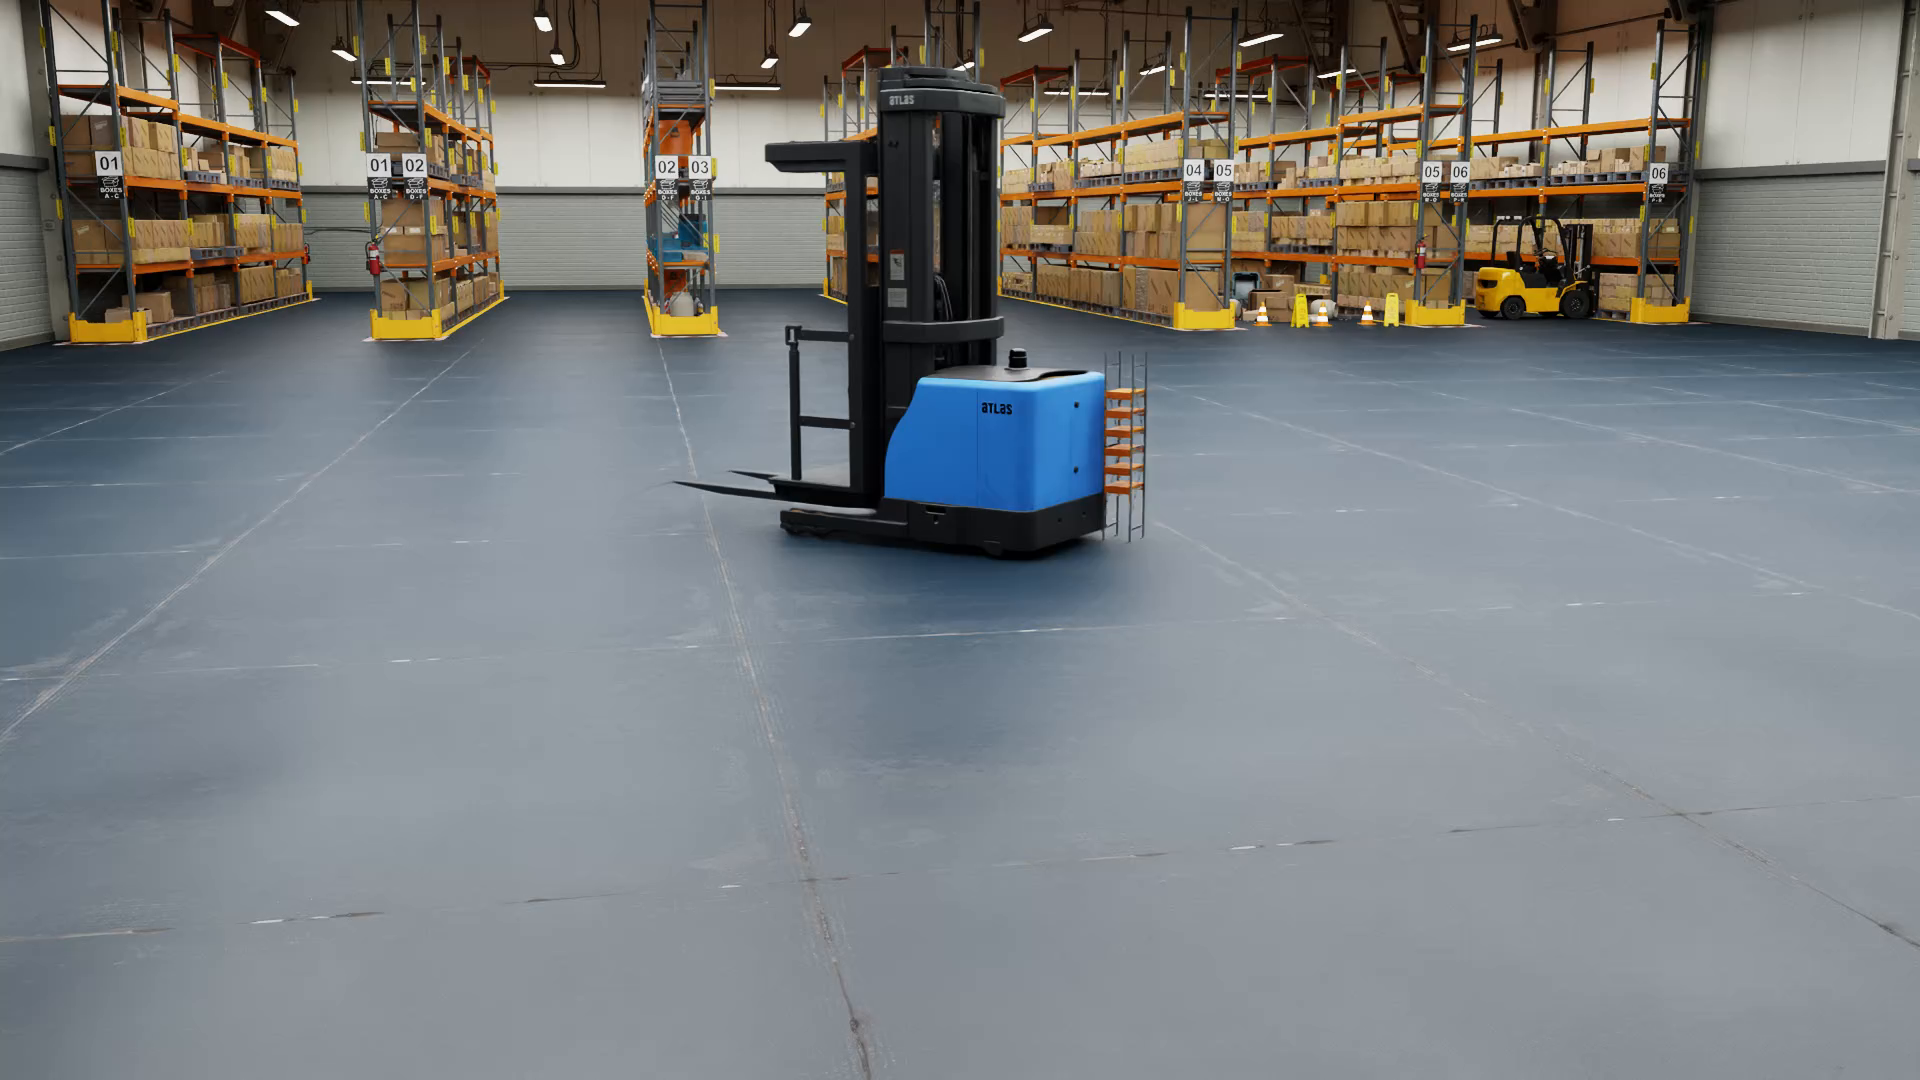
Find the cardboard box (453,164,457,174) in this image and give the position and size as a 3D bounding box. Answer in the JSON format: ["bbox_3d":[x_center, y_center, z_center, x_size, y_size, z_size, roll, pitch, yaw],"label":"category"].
[{"bbox_3d":[-11.151,-7.981,35.863,0.500,0.250,0.500,-2,11,-9],"label":"cardboard box"}]

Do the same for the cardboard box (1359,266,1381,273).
[{"bbox_3d":[8.775,-5.794,35.606,0.380,0.149,0.250,-1,11,-8],"label":"cardboard box"}]

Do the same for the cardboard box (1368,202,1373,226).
[{"bbox_3d":[9.015,-6.856,34.958,0.700,0.500,0.500,-2,11,-11],"label":"cardboard box"}]

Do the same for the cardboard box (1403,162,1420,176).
[{"bbox_3d":[9.217,-7.434,33.318,0.500,0.250,0.500,-2,11,-12],"label":"cardboard box"}]

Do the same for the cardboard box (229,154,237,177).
[{"bbox_3d":[-16.672,-8.394,37.308,0.700,0.500,0.500,-2,11,-8],"label":"cardboard box"}]

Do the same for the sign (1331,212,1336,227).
[{"bbox_3d":[8.259,-7.086,36.807,0.100,0.325,0.005,-2,11,-11],"label":"sign"}]

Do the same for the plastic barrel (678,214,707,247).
[{"bbox_3d":[-5.554,-6.326,34.568,0.600,0.901,0.708,-2,11,-11],"label":"plastic barrel"}]

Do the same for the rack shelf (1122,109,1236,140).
[{"bbox_3d":[4.356,-8.370,33.598,1.077,0.370,4.000,-2,11,-11],"label":"rack shelf"}]

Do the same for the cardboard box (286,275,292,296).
[{"bbox_3d":[-17.287,-6.410,41.915,0.700,0.500,0.500,-2,11,-10],"label":"cardboard box"}]

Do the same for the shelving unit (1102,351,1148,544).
[{"bbox_3d":[1.052,-0.593,10.602,0.189,1.200,0.258,6,12,28],"label":"shelving unit"}]

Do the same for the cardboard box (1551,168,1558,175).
[{"bbox_3d":[13.460,-8.231,37.181,0.380,0.149,0.250,-2,11,-10],"label":"cardboard box"}]

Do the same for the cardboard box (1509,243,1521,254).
[{"bbox_3d":[13.213,-6.820,38.910,0.500,0.250,0.500,-2,11,-11],"label":"cardboard box"}]

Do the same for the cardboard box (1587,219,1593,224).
[{"bbox_3d":[13.836,-6.885,36.052,0.380,0.149,0.250,-2,11,-11],"label":"cardboard box"}]

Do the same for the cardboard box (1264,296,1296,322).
[{"bbox_3d":[6.756,-4.808,34.612,0.637,0.503,0.797,9,14,38],"label":"cardboard box"}]

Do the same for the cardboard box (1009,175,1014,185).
[{"bbox_3d":[1.653,-9.907,45.767,0.500,0.250,0.500,-2,11,-10],"label":"cardboard box"}]

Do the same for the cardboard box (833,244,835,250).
[{"bbox_3d":[-3.206,-7.896,44.831,0.380,0.149,0.250,-2,11,-12],"label":"cardboard box"}]

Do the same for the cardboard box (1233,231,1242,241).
[{"bbox_3d":[7.357,-7.805,42.748,0.500,0.250,0.500,-2,11,-13],"label":"cardboard box"}]

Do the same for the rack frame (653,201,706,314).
[{"bbox_3d":[-5.776,-5.998,34.185,1.000,3.000,0.127,-2,11,-11],"label":"rack frame"}]

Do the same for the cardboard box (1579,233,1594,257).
[{"bbox_3d":[13.795,-6.397,36.015,0.500,0.500,0.500,-2,11,-11],"label":"cardboard box"}]

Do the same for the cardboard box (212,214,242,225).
[{"bbox_3d":[-16.113,-7.042,36.552,0.500,0.250,0.500,-2,11,-10],"label":"cardboard box"}]

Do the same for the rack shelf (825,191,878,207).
[{"bbox_3d":[-2.863,-9.132,44.554,1.077,0.370,4.000,-2,11,-11],"label":"rack shelf"}]

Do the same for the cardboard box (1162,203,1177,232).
[{"bbox_3d":[4.513,-6.377,32.889,0.875,0.550,0.550,-2,11,-11],"label":"cardboard box"}]

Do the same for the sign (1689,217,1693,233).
[{"bbox_3d":[14.995,-6.469,34.134,0.100,0.325,0.005,-2,11,-11],"label":"sign"}]

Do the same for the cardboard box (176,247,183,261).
[{"bbox_3d":[-15.016,-5.406,31.424,0.500,0.250,0.500,-2,11,-11],"label":"cardboard box"}]

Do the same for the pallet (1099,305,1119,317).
[{"bbox_3d":[3.743,-5.108,36.971,1.003,0.211,1.213,-2,11,-11],"label":"pallet"}]

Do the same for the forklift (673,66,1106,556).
[{"bbox_3d":[-0.571,-1.530,10.894,3.031,2.935,1.130,7,13,33],"label":"forklift"}]

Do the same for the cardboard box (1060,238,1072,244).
[{"bbox_3d":[2.642,-7.230,40.208,0.380,0.149,0.250,-2,11,-10],"label":"cardboard box"}]

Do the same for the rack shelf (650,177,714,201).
[{"bbox_3d":[-5.387,-6.751,32.044,1.077,0.370,4.000,-2,11,-11],"label":"rack shelf"}]

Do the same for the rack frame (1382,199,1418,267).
[{"bbox_3d":[12.115,-8.186,45.685,1.000,3.000,0.127,-2,11,-11],"label":"rack frame"}]

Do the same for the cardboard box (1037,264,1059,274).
[{"bbox_3d":[2.296,-7.008,43.052,0.500,0.250,0.500,-3,11,-14],"label":"cardboard box"}]

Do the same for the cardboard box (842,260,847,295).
[{"bbox_3d":[-2.330,-6.691,42.387,1.225,0.875,0.875,-2,11,-11],"label":"cardboard box"}]

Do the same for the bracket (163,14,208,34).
[{"bbox_3d":[-17.101,-11.378,36.781,0.076,0.066,4.783,-2,11,-11],"label":"bracket"}]

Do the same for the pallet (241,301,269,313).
[{"bbox_3d":[-16.585,-5.372,38.354,1.003,0.211,1.213,-2,11,-11],"label":"pallet"}]

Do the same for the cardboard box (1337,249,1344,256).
[{"bbox_3d":[8.550,-6.345,36.683,0.380,0.149,0.250,-2,11,-11],"label":"cardboard box"}]

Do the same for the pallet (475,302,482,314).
[{"bbox_3d":[-11.522,-5.320,38.084,1.003,0.211,1.213,-2,11,-11],"label":"pallet"}]

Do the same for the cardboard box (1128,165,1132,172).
[{"bbox_3d":[3.757,-7.818,35.011,0.380,0.149,0.250,-2,11,-11],"label":"cardboard box"}]

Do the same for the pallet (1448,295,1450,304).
[{"bbox_3d":[12.785,-6.221,42.818,1.003,0.211,1.213,-2,11,-11],"label":"pallet"}]

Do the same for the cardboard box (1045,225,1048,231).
[{"bbox_3d":[2.345,-7.806,41.647,0.380,0.149,0.250,-2,11,-9],"label":"cardboard box"}]

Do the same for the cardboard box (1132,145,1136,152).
[{"bbox_3d":[3.804,-8.164,34.696,0.380,0.149,0.250,-2,11,-12],"label":"cardboard box"}]

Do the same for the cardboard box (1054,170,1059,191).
[{"bbox_3d":[2.625,-8.874,41.010,0.500,0.500,0.500,-2,11,-11],"label":"cardboard box"}]

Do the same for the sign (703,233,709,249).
[{"bbox_3d":[-5.234,-6.152,34.253,0.100,0.325,0.005,-2,11,-11],"label":"sign"}]

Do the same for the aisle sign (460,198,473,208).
[{"bbox_3d":[-13.271,-9.298,44.572,0.394,0.787,0.004,-2,11,-11],"label":"aisle sign"}]

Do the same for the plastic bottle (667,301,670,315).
[{"bbox_3d":[-5.703,-4.518,32.498,0.061,0.283,0.133,-2,11,-11],"label":"plastic bottle"}]

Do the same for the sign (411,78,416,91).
[{"bbox_3d":[-11.944,-9.975,36.328,0.100,0.325,0.005,-2,11,-11],"label":"sign"}]

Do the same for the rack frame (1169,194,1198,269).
[{"bbox_3d":[6.469,-8.739,48.588,1.000,3.000,0.127,-2,11,-11],"label":"rack frame"}]

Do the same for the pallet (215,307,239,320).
[{"bbox_3d":[-16.122,-4.858,35.654,1.003,0.211,1.213,-2,11,-11],"label":"pallet"}]

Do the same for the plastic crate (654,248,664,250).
[{"bbox_3d":[-5.510,-5.391,31.396,0.499,0.251,0.408,-2,11,-11],"label":"plastic crate"}]

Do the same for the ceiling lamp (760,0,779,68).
[{"bbox_3d":[-4.424,-13.228,40.518,0.800,3.185,2.000,-2,11,-11],"label":"ceiling lamp"}]

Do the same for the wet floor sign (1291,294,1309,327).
[{"bbox_3d":[6.693,-4.516,32.698,0.267,0.644,0.232,-4,12,-21],"label":"wet floor sign"}]

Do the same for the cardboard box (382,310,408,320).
[{"bbox_3d":[-10.252,-4.028,30.066,0.500,0.250,0.500,-2,11,-11],"label":"cardboard box"}]

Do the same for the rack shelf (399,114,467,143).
[{"bbox_3d":[-11.025,-8.582,34.713,1.077,0.370,4.000,-2,11,-11],"label":"rack shelf"}]

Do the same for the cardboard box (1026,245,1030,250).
[{"bbox_3d":[1.969,-7.771,44.172,0.380,0.149,0.250,-2,11,-13],"label":"cardboard box"}]

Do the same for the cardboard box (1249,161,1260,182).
[{"bbox_3d":[7.646,-9.175,41.468,0.700,0.500,0.500,-3,11,-14],"label":"cardboard box"}]

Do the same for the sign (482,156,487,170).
[{"bbox_3d":[-11.648,-9.227,40.695,0.100,0.325,0.005,-2,11,-11],"label":"sign"}]

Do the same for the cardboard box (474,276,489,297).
[{"bbox_3d":[-11.815,-6.193,40.723,0.500,0.500,0.500,-2,11,-11],"label":"cardboard box"}]
